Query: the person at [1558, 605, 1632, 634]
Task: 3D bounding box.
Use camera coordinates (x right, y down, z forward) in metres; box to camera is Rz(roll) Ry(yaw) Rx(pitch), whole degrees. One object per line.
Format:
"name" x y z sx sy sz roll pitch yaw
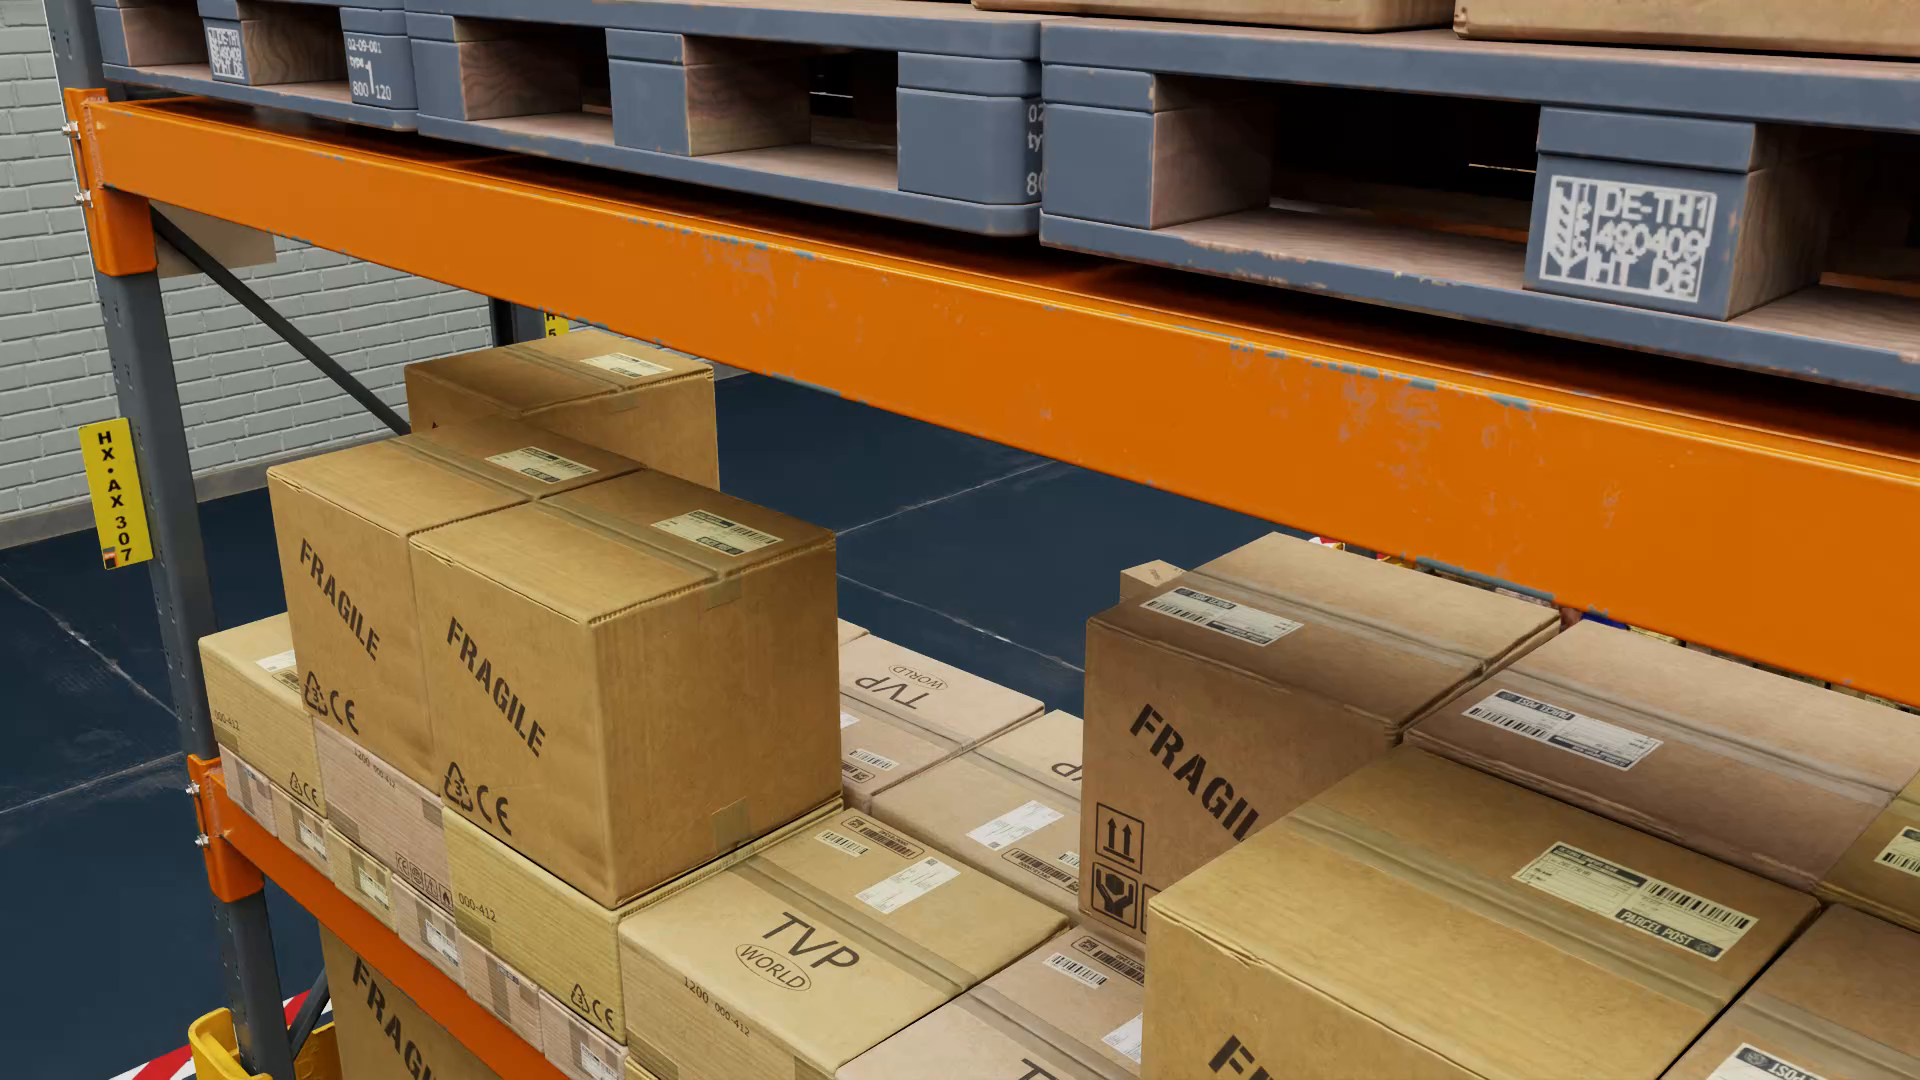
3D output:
"person" 2.081 0.402 5.519 0.443 1.601 0.979 -17 26 -37
